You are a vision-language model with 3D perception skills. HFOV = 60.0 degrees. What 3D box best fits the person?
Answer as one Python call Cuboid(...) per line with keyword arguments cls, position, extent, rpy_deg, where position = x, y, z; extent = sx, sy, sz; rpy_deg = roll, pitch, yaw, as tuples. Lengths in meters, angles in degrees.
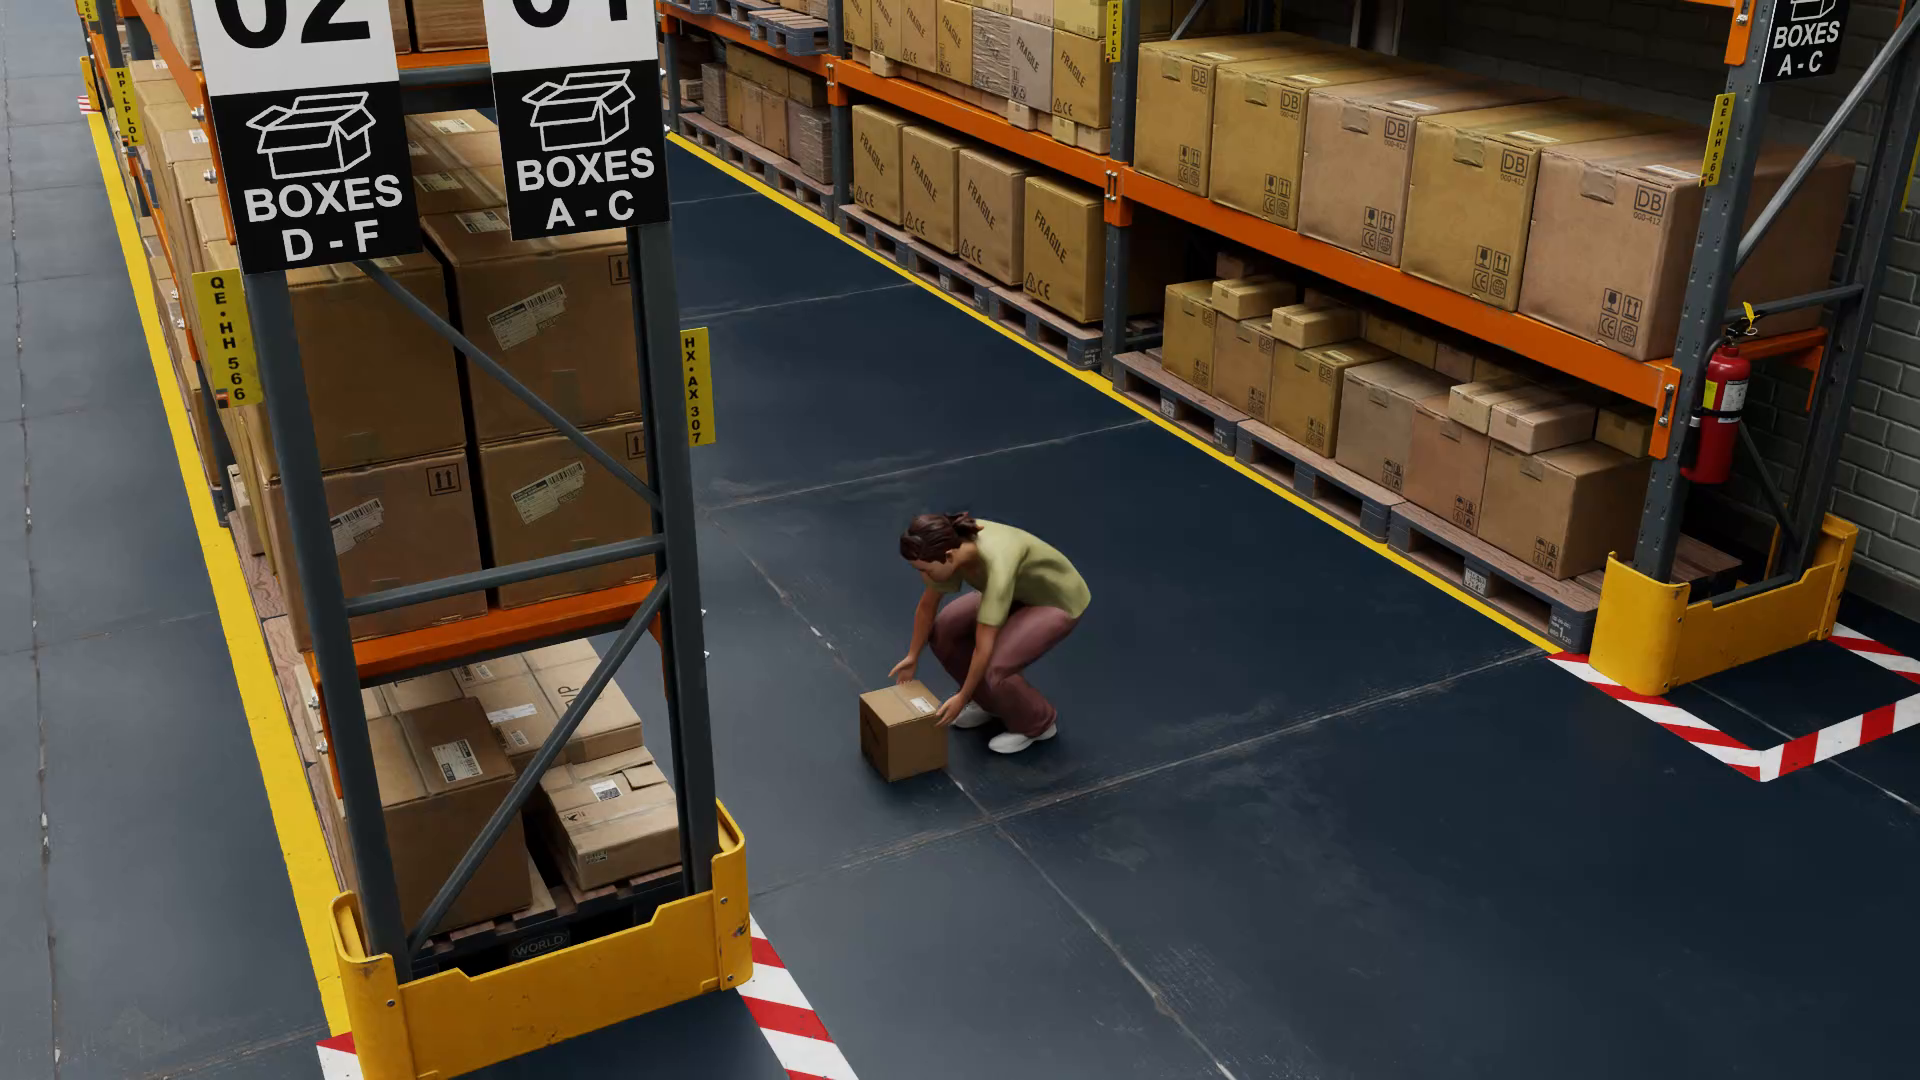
Cuboid(cls="person", position=(0.128, 0.310, 6.223), extent=(0.777, 1.023, 0.491), rpy_deg=(-13, 29, -25))
